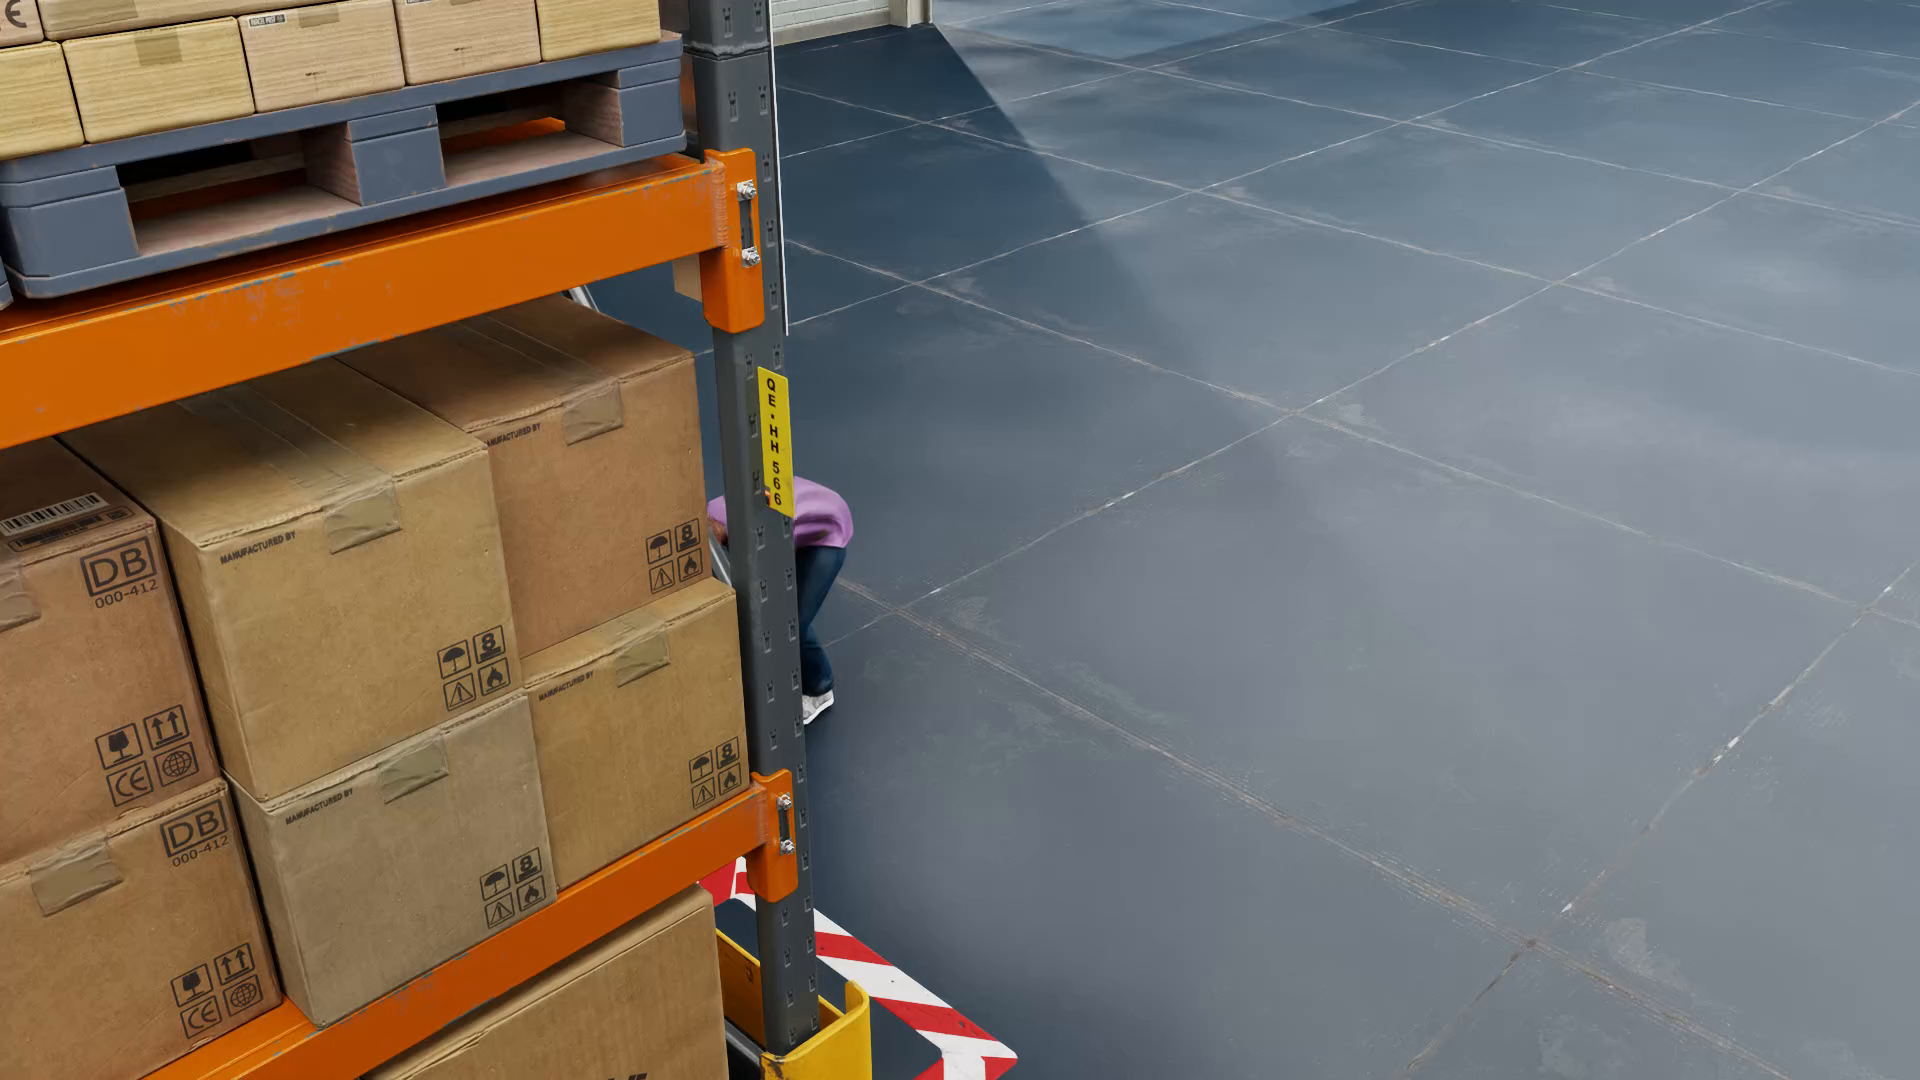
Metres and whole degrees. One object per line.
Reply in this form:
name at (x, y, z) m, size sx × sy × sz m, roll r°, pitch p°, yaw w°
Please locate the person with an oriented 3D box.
person at (-0.757, 0.244, 6.273) m, size 0.408 × 1.036 × 0.855 m, roll 23°, pitch 36°, yaw 36°
